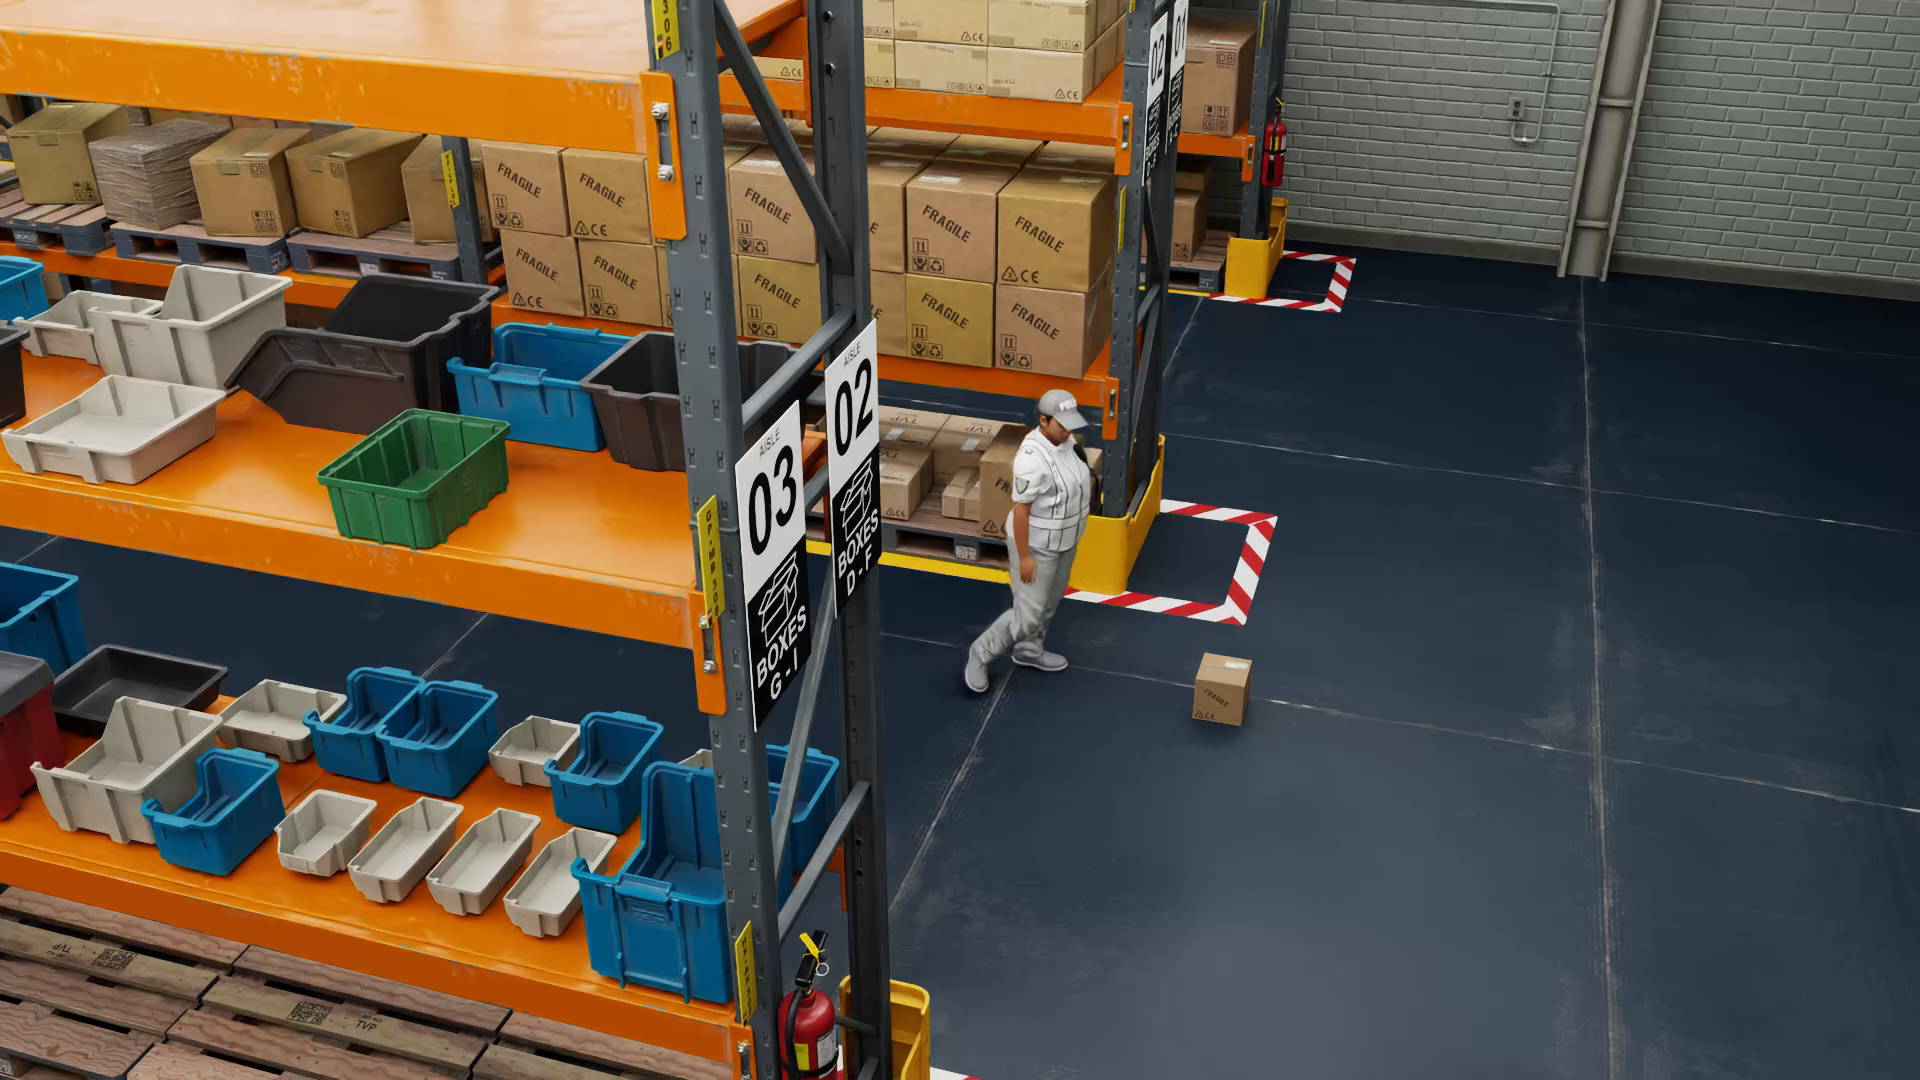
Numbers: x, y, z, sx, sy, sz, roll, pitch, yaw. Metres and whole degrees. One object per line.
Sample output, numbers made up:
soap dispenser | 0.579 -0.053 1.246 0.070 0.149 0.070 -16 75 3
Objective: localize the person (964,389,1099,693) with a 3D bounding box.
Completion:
person | 0.348 0.013 8.459 0.532 1.656 0.657 17 34 28
